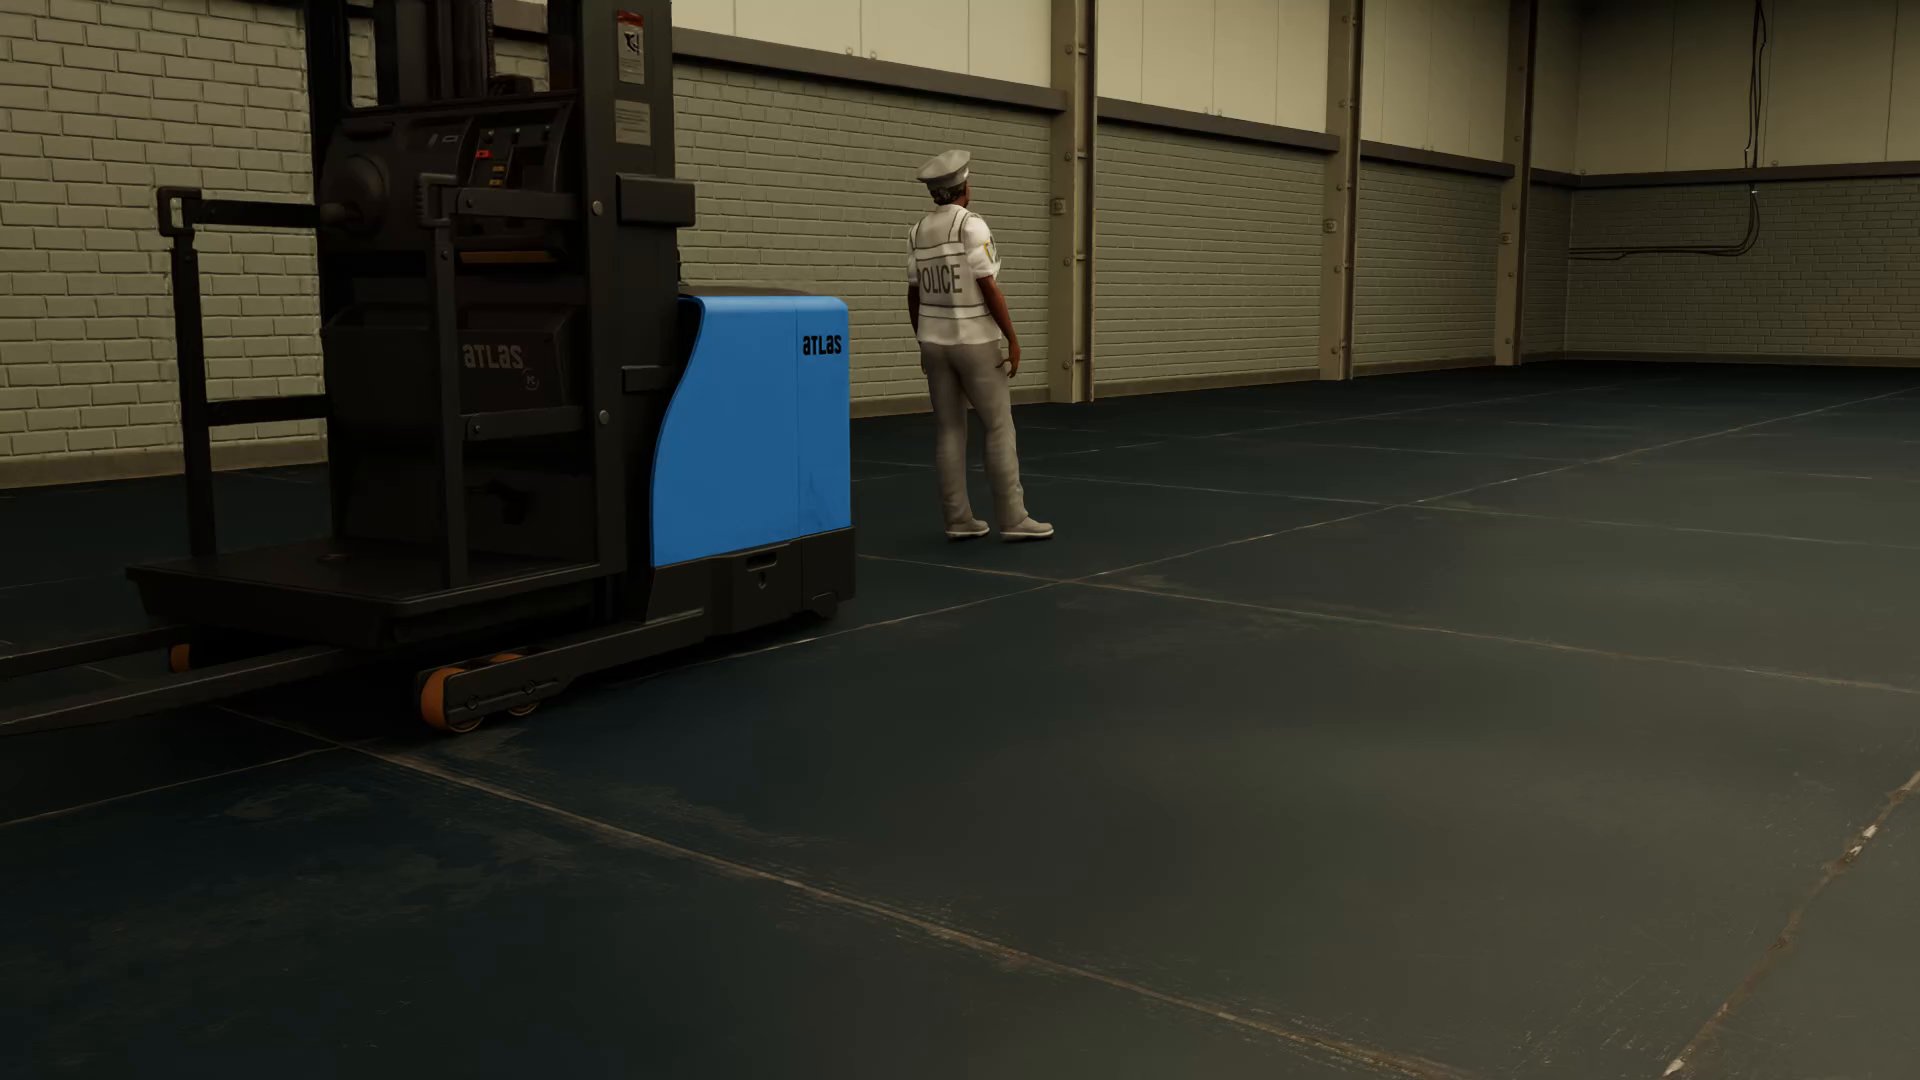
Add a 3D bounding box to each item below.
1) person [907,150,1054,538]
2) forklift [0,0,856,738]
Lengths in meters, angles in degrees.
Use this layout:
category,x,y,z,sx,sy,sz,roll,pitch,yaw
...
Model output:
category,x,y,z,sx,sy,sz,roll,pitch,yaw
person,0.062,-0.851,7.327,0.570,1.694,0.528,7,11,38
forklift,-1.539,-1.046,4.430,1.130,2.935,3.031,5,10,31
